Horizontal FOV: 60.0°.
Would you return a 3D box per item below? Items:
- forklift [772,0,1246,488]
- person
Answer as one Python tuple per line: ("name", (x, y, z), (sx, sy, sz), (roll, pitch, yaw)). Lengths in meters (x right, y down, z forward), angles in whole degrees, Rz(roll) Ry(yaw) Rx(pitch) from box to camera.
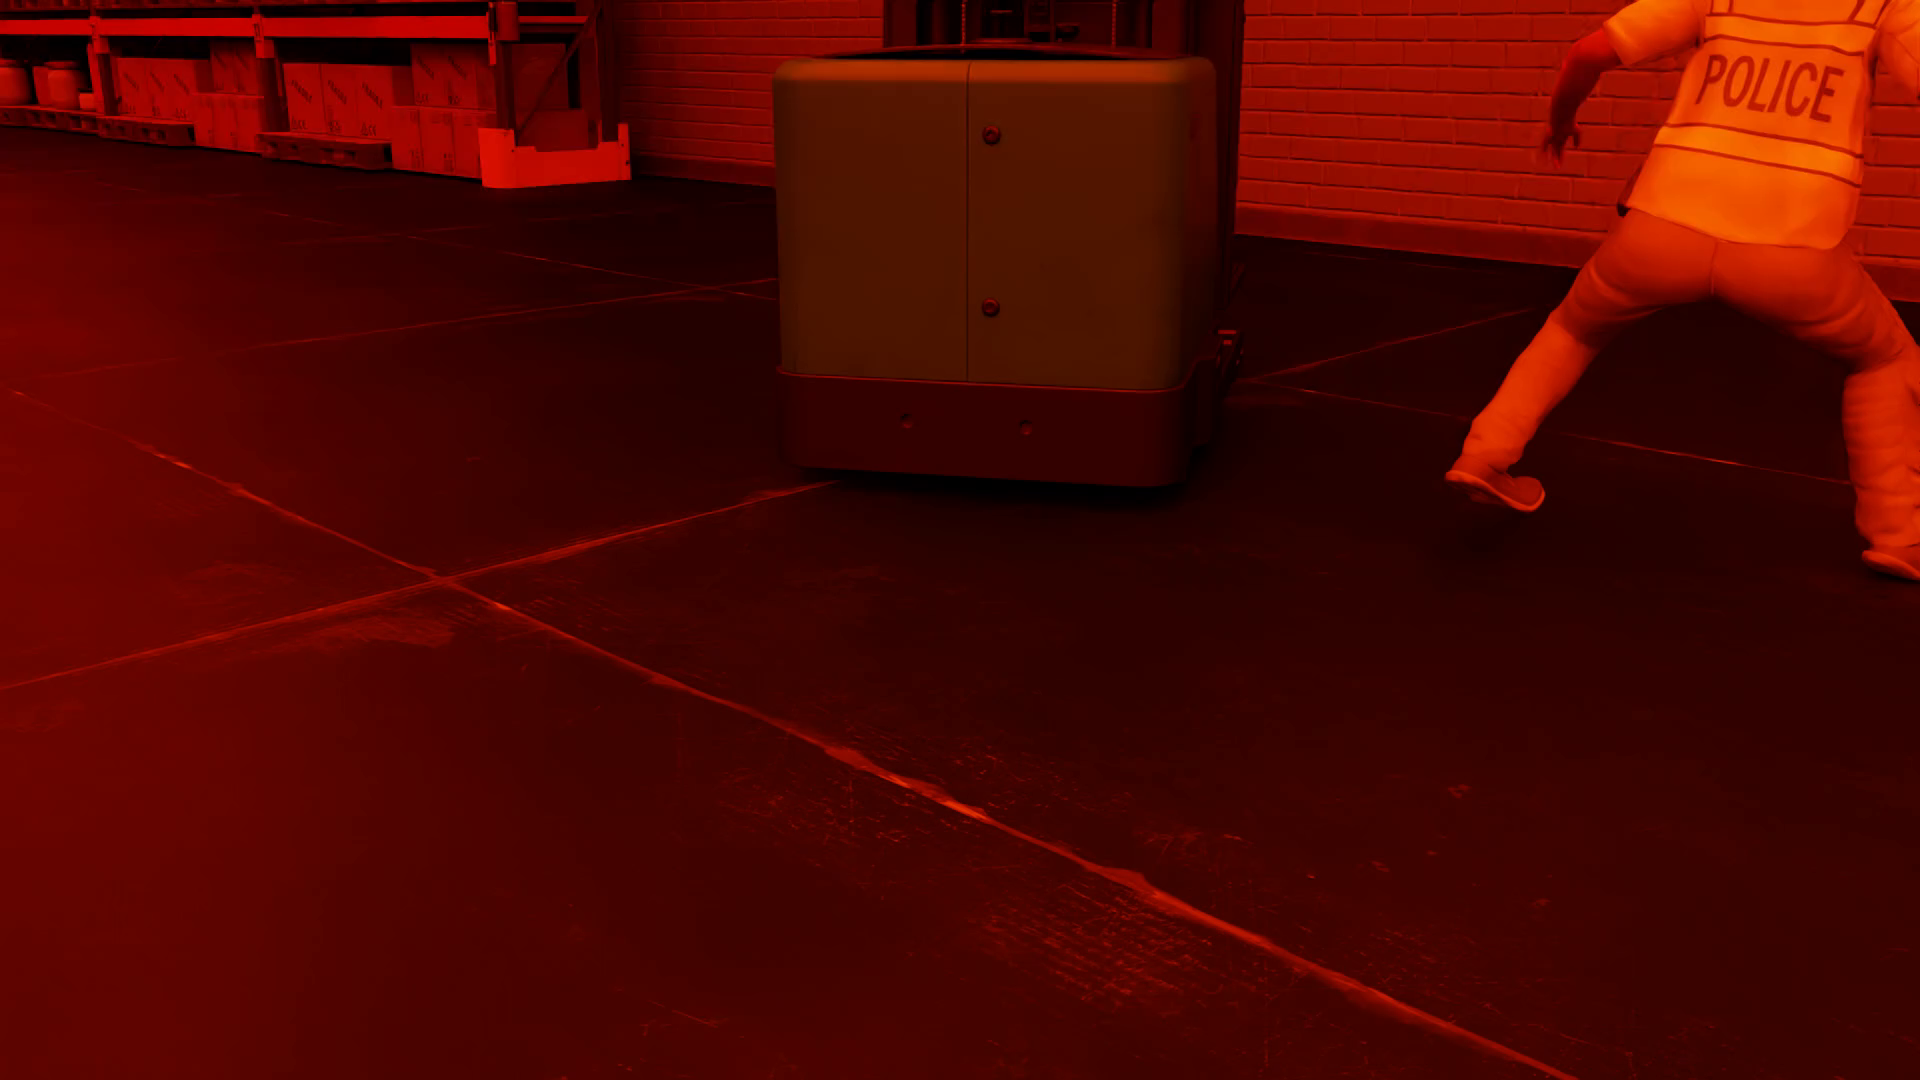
("forklift", (0.361, -1.922, 5.155), (1.130, 2.935, 3.031), (4, 18, 13))
("person", (1.708, -0.630, 3.539), (1.124, 1.591, 0.510), (11, 20, 31))
